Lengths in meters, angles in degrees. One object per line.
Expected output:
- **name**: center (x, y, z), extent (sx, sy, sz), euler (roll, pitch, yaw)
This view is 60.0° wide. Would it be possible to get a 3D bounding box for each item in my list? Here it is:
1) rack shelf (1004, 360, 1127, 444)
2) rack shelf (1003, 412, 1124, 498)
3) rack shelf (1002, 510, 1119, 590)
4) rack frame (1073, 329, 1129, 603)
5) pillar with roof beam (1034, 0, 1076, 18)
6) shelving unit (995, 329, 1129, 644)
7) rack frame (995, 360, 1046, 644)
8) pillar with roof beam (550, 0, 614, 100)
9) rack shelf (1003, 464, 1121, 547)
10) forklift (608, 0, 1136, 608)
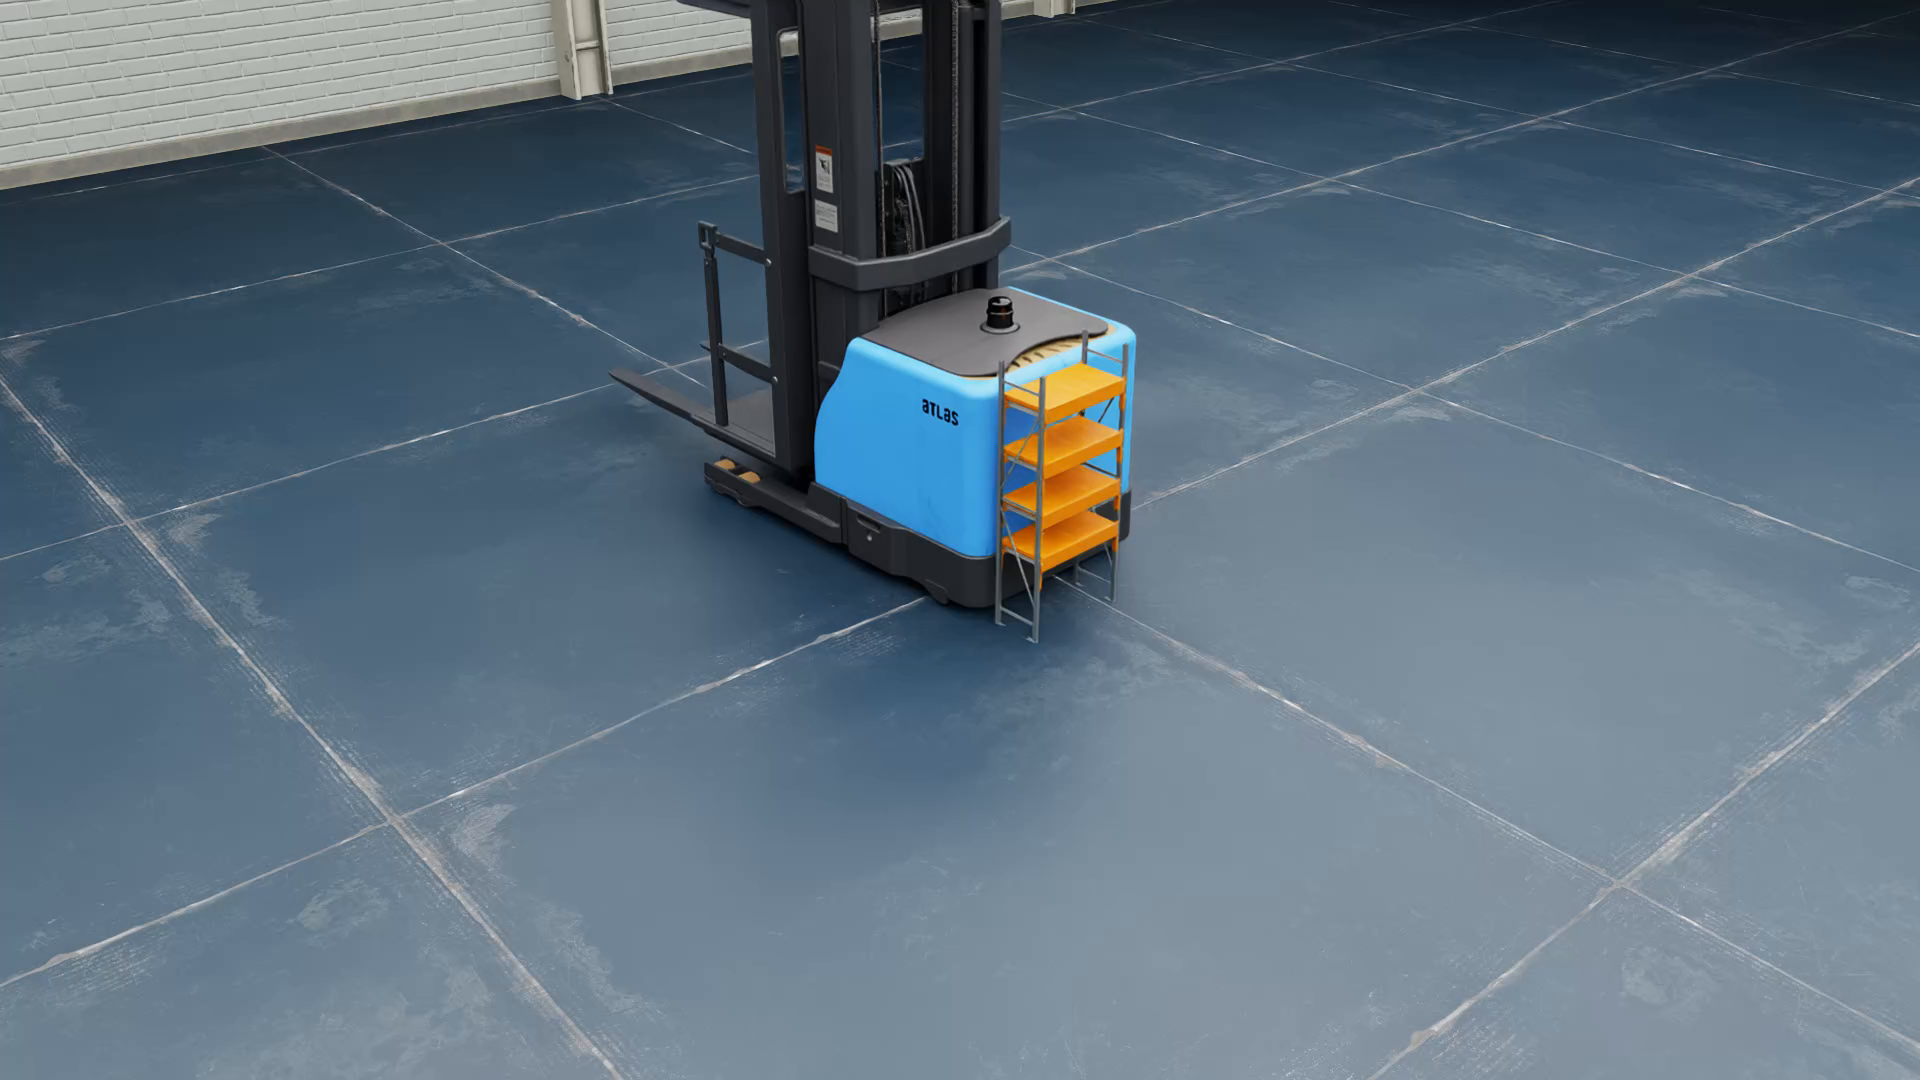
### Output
- **rack shelf**: center (0.416, -0.562, 6.694), extent (0.480, 0.148, 0.258), euler (-25, 37, -38)
- **rack shelf**: center (0.415, -0.354, 6.806), extent (0.480, 0.148, 0.258), euler (-25, 37, -38)
- **rack shelf**: center (0.414, 0.018, 7.006), extent (0.480, 0.148, 0.258), euler (-25, 37, -38)
- **rack frame**: center (0.590, -0.296, 7.030), extent (0.015, 1.200, 0.240), euler (-25, 37, -38)
- **pillar with roof beam**: center (3.865, -8.440, 13.996), extent (0.400, 9.000, 9.100), euler (-22, 35, -35)
- **shelving unit**: center (0.415, -0.216, 6.880), extent (0.503, 1.200, 0.258), euler (-25, 37, -38)
- **rack frame**: center (0.240, -0.136, 6.730), extent (0.015, 1.200, 0.240), euler (-25, 37, -38)
- **pillar with roof beam**: center (-0.700, -6.605, 10.562), extent (0.400, 9.000, 9.100), euler (-22, 35, -35)
- **rack shelf**: center (0.415, -0.157, 6.912), extent (0.480, 0.148, 0.258), euler (-25, 37, -38)
- **forklift**: center (-0.607, -1.604, 7.642), extent (1.130, 2.935, 3.031), euler (-25, 37, -38)
